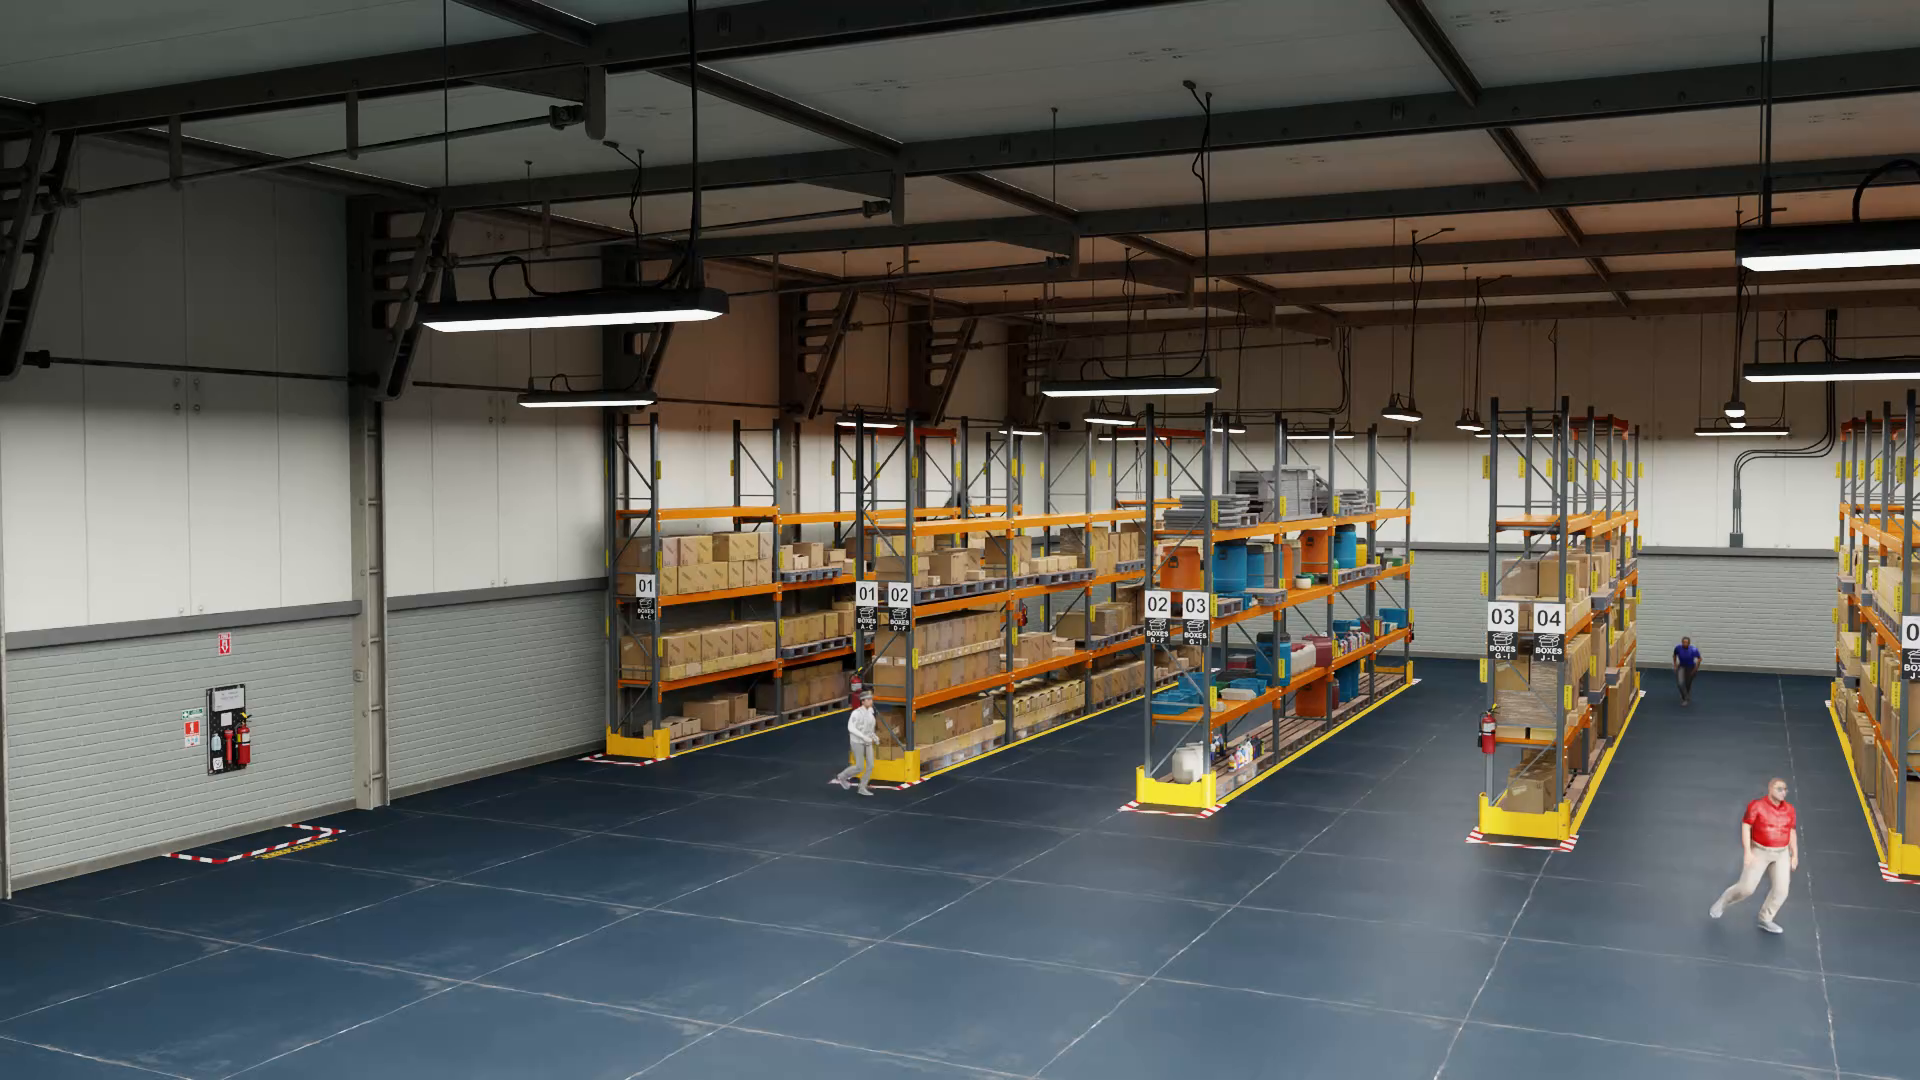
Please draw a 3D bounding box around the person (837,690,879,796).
[{"bbox_3d":[-1.562,3.116,25.651,0.714,1.642,0.614,2,3,38],"label":"person"}]

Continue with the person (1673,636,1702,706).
[{"bbox_3d":[15.547,2.779,35.544,0.572,1.525,0.964,1,3,29],"label":"person"}]

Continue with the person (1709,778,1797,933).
[{"bbox_3d":[8.675,3.393,18.125,0.823,1.659,0.595,0,2,0],"label":"person"}]

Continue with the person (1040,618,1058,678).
[{"bbox_3d":[2.230,2.590,40.113,0.636,1.485,0.821,0,2,7],"label":"person"}]
